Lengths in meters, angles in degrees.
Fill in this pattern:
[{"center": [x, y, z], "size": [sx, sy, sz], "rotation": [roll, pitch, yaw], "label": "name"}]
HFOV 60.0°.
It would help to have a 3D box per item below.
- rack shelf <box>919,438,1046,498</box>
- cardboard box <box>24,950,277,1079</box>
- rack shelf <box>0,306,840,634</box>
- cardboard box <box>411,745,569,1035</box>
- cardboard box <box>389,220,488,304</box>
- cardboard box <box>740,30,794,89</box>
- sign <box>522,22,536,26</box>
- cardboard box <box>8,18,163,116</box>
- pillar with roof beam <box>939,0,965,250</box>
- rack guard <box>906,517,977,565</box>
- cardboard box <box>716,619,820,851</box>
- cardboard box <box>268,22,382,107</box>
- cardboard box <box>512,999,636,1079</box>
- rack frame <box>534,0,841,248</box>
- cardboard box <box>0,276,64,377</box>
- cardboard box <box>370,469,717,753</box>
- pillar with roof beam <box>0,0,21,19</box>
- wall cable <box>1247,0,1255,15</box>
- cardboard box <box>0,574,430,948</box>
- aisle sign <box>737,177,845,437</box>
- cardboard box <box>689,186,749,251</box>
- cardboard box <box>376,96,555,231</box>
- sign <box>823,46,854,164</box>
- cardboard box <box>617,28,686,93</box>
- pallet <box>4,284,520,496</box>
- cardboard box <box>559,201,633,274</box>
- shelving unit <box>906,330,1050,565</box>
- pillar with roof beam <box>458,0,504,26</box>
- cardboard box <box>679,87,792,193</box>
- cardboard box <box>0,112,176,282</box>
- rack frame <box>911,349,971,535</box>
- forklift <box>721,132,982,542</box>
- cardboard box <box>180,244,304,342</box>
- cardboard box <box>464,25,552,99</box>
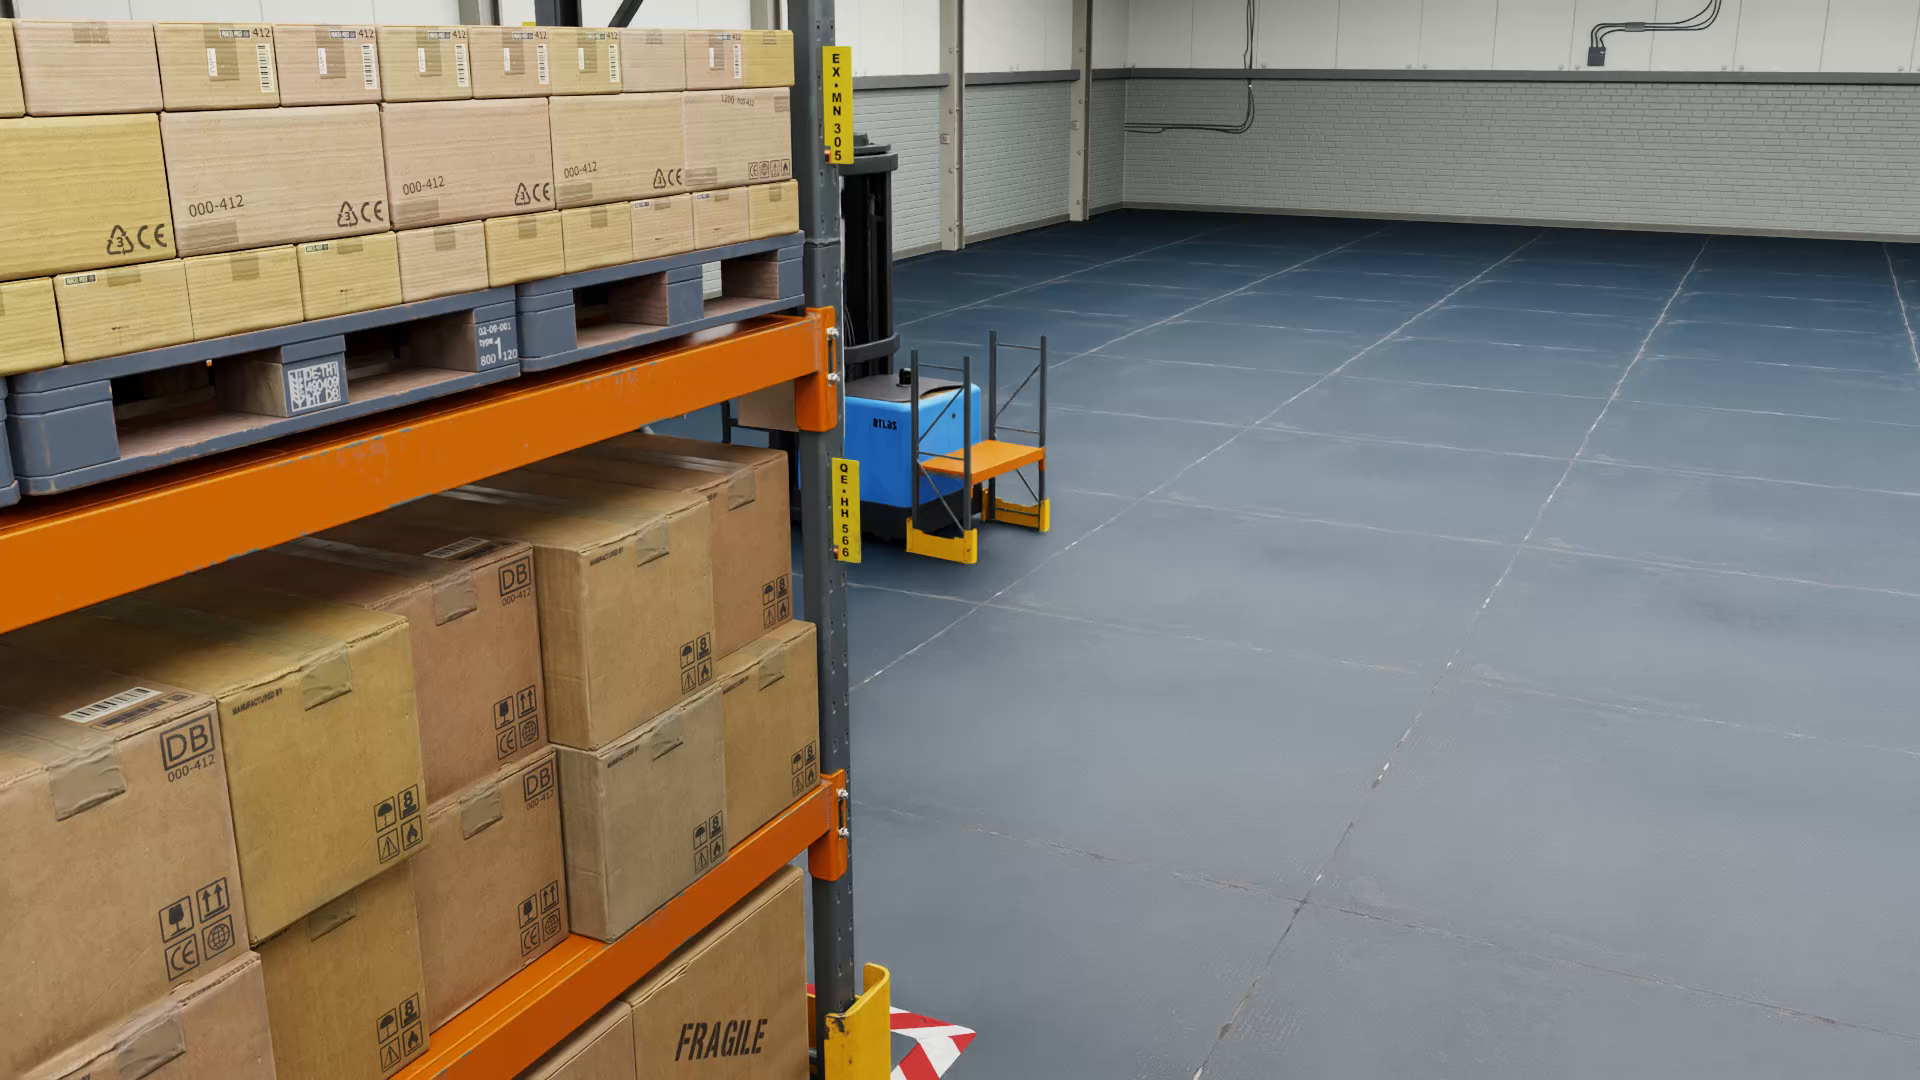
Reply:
[{"center": [0.151, -0.544, 12.352], "size": [0.538, 0.185, 1.000], "rotation": [11, 20, 33], "label": "rack shelf"}, {"center": [-1.893, 1.092, 3.316], "size": [0.875, 0.550, 0.550], "rotation": [8, 18, 25], "label": "cardboard box"}, {"center": [-1.725, -0.078, 3.513], "size": [1.077, 0.370, 4.000], "rotation": [8, 18, 25], "label": "rack shelf"}, {"center": [-1.546, 0.804, 4.286], "size": [0.875, 0.550, 0.550], "rotation": [8, 18, 25], "label": "cardboard box"}, {"center": [-1.245, -0.609, 3.568], "size": [0.380, 0.149, 0.250], "rotation": [8, 18, 26], "label": "cardboard box"}, {"center": [-0.678, -1.314, 4.539], "size": [0.380, 0.149, 0.250], "rotation": [8, 18, 26], "label": "cardboard box"}, {"center": [-1.325, -1.461, 5.233], "size": [0.100, 0.325, 0.005], "rotation": [8, 18, 25], "label": "sign"}, {"center": [-1.585, -0.798, 2.802], "size": [0.380, 0.149, 0.250], "rotation": [8, 18, 25], "label": "cardboard box"}, {"center": [3.711, -9.107, 27.382], "size": [9.100, 9.000, 0.400], "rotation": [8, 18, 25], "label": "pillar with roof beam"}, {"center": [-0.136, 0.002, 12.078], "size": [0.587, 0.250, 0.087], "rotation": [11, 20, 33], "label": "rack guard"}, {"center": [-0.957, 0.534, 5.194], "size": [0.875, 0.550, 0.550], "rotation": [8, 18, 25], "label": "cardboard box"}, {"center": [-1.360, -0.926, 3.231], "size": [0.380, 0.149, 0.250], "rotation": [8, 18, 26], "label": "cardboard box"}, {"center": [-1.467, 1.729, 4.430], "size": [0.875, 0.875, 0.875], "rotation": [8, 18, 25], "label": "cardboard box"}, {"center": [-0.832, -2.370, 4.698], "size": [1.000, 3.000, 0.127], "rotation": [8, 18, 25], "label": "rack frame"}, {"center": [-1.699, -0.351, 2.697], "size": [0.380, 0.149, 0.250], "rotation": [8, 18, 24], "label": "cardboard box"}, {"center": [-1.195, 0.158, 4.565], "size": [0.875, 0.550, 0.550], "rotation": [8, 18, 25], "label": "cardboard box"}, {"center": [-4.332, -4.522, 11.945], "size": [9.100, 9.000, 0.400], "rotation": [8, 18, 25], "label": "pillar with roof beam"}, {"center": [7.460, -12.354, 34.896], "size": [3.097, 2.526, 0.112], "rotation": [8, 18, 25], "label": "wall cable"}, {"center": [-1.687, 0.435, 3.632], "size": [0.875, 0.550, 0.500], "rotation": [8, 18, 25], "label": "cardboard box"}, {"center": [-0.532, -0.720, 5.115], "size": [0.394, 0.787, 0.004], "rotation": [8, 18, 25], "label": "aisle sign"}, {"center": [-0.790, -0.869, 4.441], "size": [0.380, 0.149, 0.250], "rotation": [8, 18, 26], "label": "cardboard box"}, {"center": [-1.250, -0.837, 3.632], "size": [0.500, 0.250, 0.500], "rotation": [8, 18, 25], "label": "cardboard box"}, {"center": [-0.352, -1.246, 4.766], "size": [0.100, 0.325, 0.005], "rotation": [8, 18, 25], "label": "sign"}, {"center": [-0.906, -1.185, 4.106], "size": [0.380, 0.149, 0.250], "rotation": [8, 19, 26], "label": "cardboard box"}, {"center": [-1.698, -0.387, 3.447], "size": [1.003, 0.211, 1.213], "rotation": [8, 18, 25], "label": "pallet"}, {"center": [-1.018, -0.739, 4.004], "size": [0.380, 0.149, 0.250], "rotation": [8, 18, 26], "label": "cardboard box"}, {"center": [0.146, -0.714, 12.294], "size": [0.587, 1.500, 1.083], "rotation": [11, 20, 33], "label": "shelving unit"}, {"center": [-1.651, -6.051, 17.091], "size": [9.100, 9.000, 0.400], "rotation": [8, 18, 25], "label": "pillar with roof beam"}, {"center": [-0.800, -1.092, 4.491], "size": [0.500, 0.250, 0.500], "rotation": [8, 18, 26], "label": "cardboard box"}, {"center": [-1.701, -0.579, 2.766], "size": [0.500, 0.250, 0.500], "rotation": [8, 18, 25], "label": "cardboard box"}, {"center": [-0.136, -0.597, 11.899], "size": [0.500, 1.500, 0.032], "rotation": [11, 20, 33], "label": "rack frame"}, {"center": [-1.337, -1.692, 13.073], "size": [3.031, 2.935, 1.130], "rotation": [11, 20, 32], "label": "forklift"}, {"center": [-1.473, -0.479, 3.128], "size": [0.380, 0.149, 0.250], "rotation": [8, 18, 26], "label": "cardboard box"}, {"center": [-1.133, -1.056, 3.670], "size": [0.380, 0.149, 0.250], "rotation": [8, 18, 26], "label": "cardboard box"}]
